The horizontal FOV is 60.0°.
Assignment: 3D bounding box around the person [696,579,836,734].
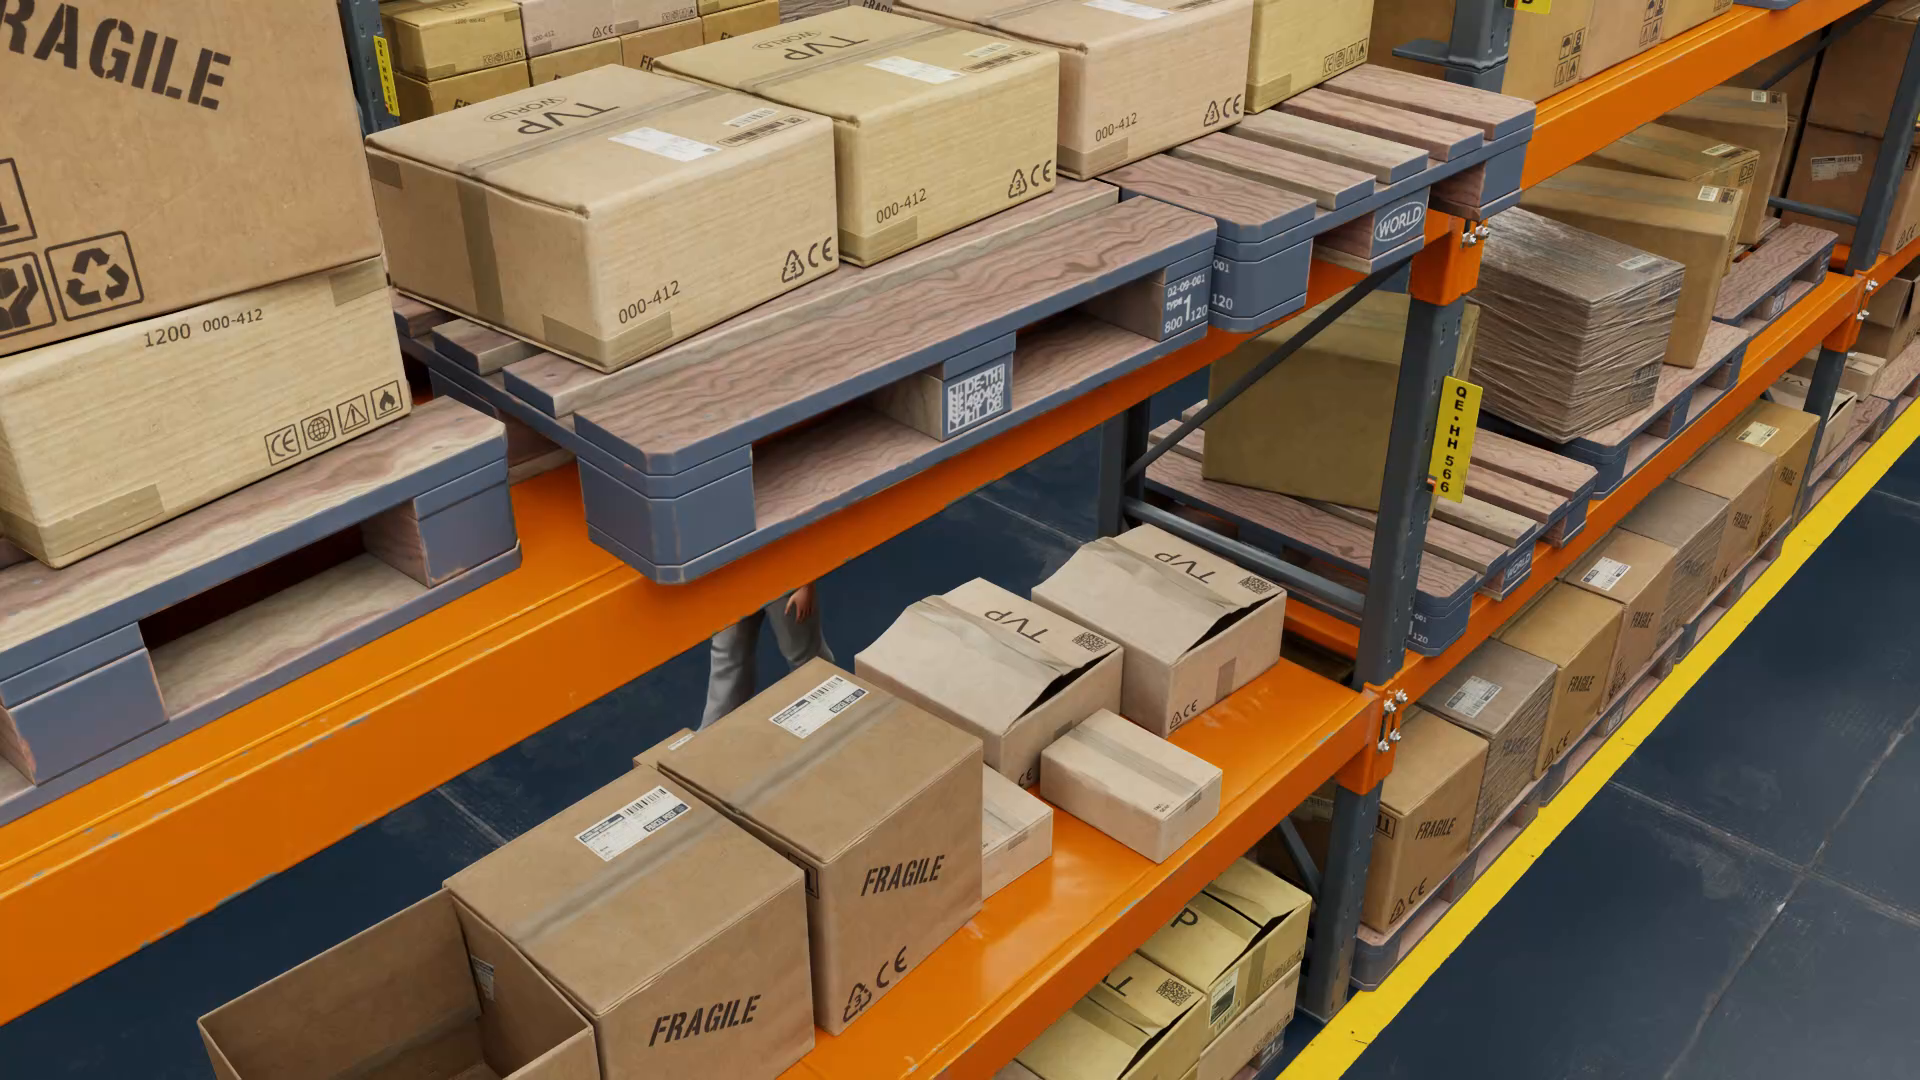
[{"bbox_3d":[-0.748,0.121,5.935,0.722,1.665,0.462,-23,38,-32],"label":"person"}]
